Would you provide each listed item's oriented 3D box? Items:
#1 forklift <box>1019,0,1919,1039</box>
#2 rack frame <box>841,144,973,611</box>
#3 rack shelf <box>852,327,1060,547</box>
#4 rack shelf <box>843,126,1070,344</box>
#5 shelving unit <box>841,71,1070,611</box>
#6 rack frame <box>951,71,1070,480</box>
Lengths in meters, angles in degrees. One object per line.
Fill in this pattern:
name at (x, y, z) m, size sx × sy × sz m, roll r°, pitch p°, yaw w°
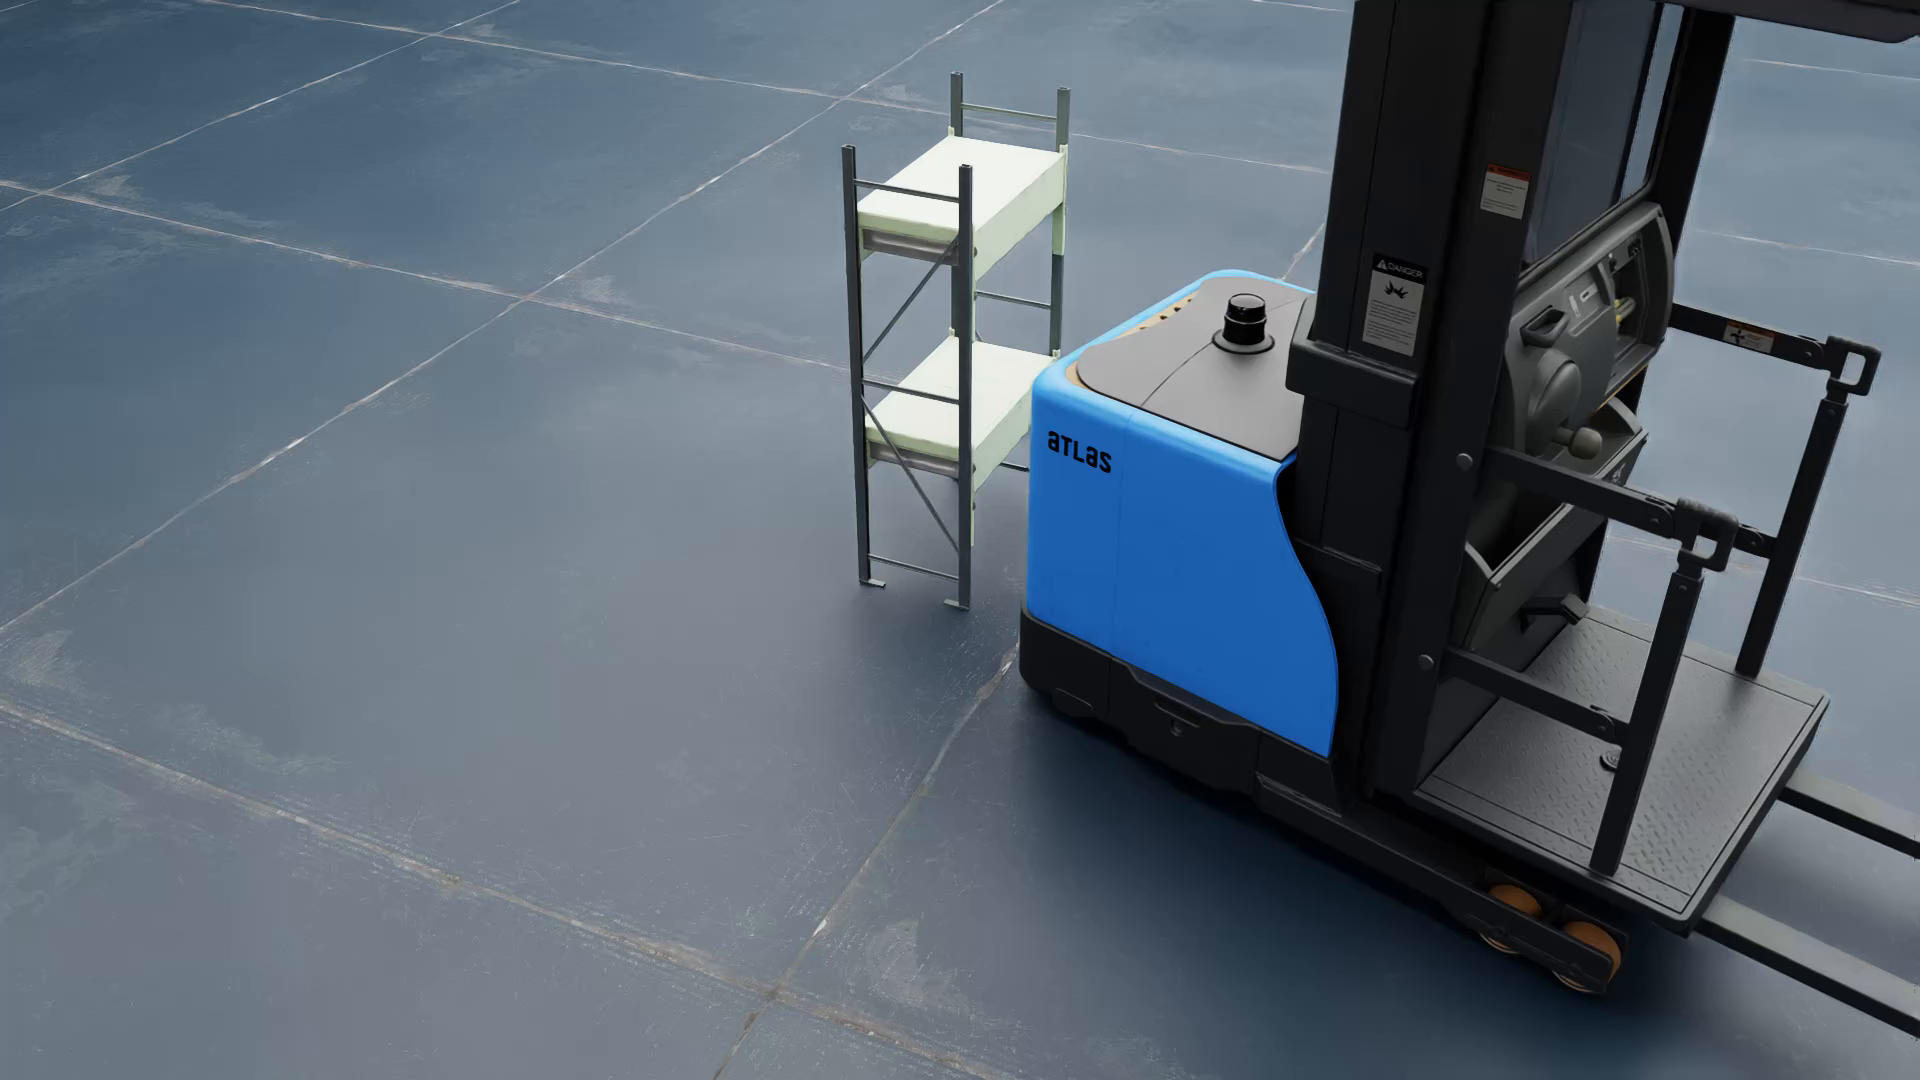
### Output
forklift at (1.630, -0.452, 3.767) m, size 3.031 × 2.935 × 1.130 m, roll 25°, pitch 41°, yaw 33°
rack frame at (-0.150, -0.448, 5.066) m, size 0.400 × 1.500 × 0.023 m, roll 14°, pitch 36°, yaw 20°
rack shelf at (0.003, -0.358, 5.523) m, size 0.431 × 0.370 × 0.720 m, roll 14°, pitch 36°, yaw 20°
rack shelf at (0.003, -0.957, 5.130) m, size 0.431 × 0.370 × 0.720 m, roll 14°, pitch 36°, yaw 20°
shelving unit at (0.003, -0.631, 5.344) m, size 0.431 × 1.500 × 0.755 m, roll 14°, pitch 36°, yaw 20°
rack frame at (0.156, -0.813, 5.622) m, size 0.400 × 1.500 × 0.023 m, roll 14°, pitch 36°, yaw 20°
